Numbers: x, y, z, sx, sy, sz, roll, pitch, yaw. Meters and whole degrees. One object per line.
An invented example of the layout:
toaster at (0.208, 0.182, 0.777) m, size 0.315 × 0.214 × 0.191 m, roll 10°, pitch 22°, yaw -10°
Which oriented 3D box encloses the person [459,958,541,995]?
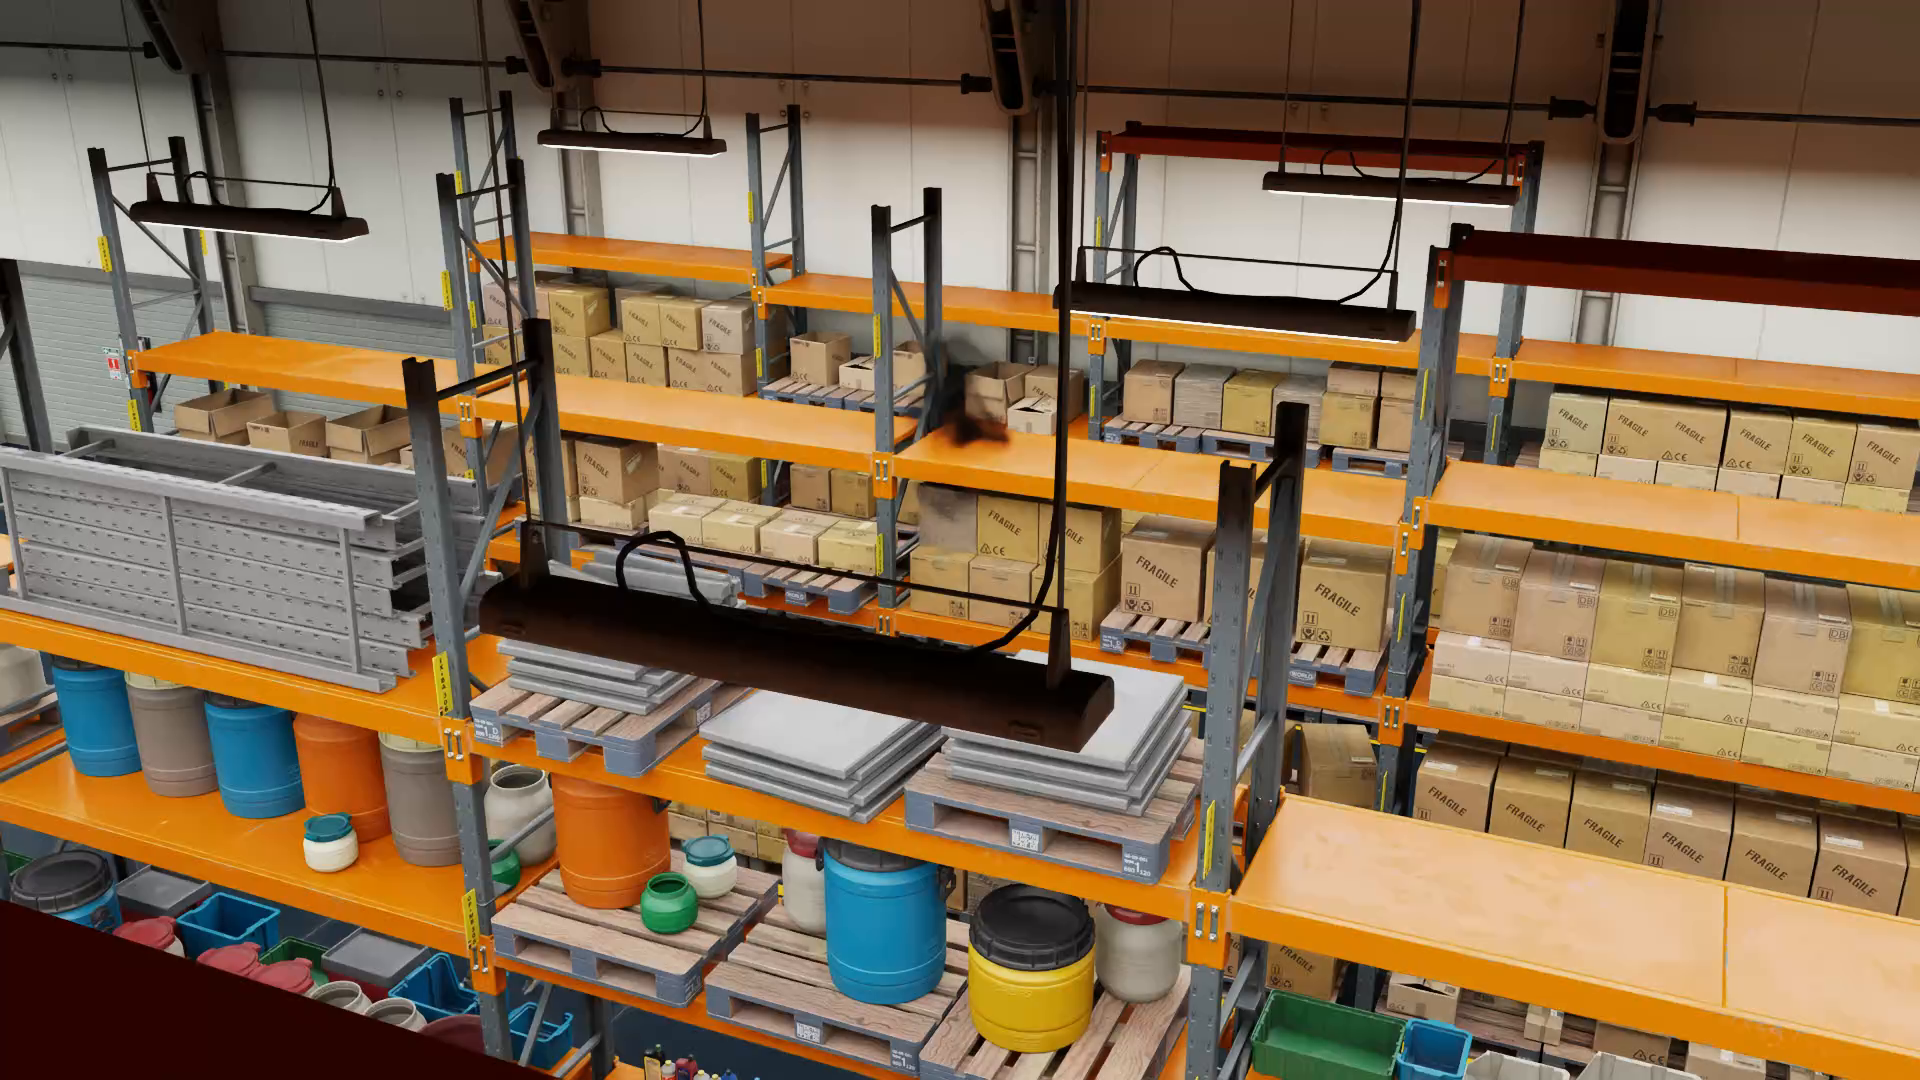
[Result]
person at (-3.521, 2.721, 12.350) m, size 0.760 × 1.586 × 0.551 m, roll 5°, pitch 21°, yaw 14°
